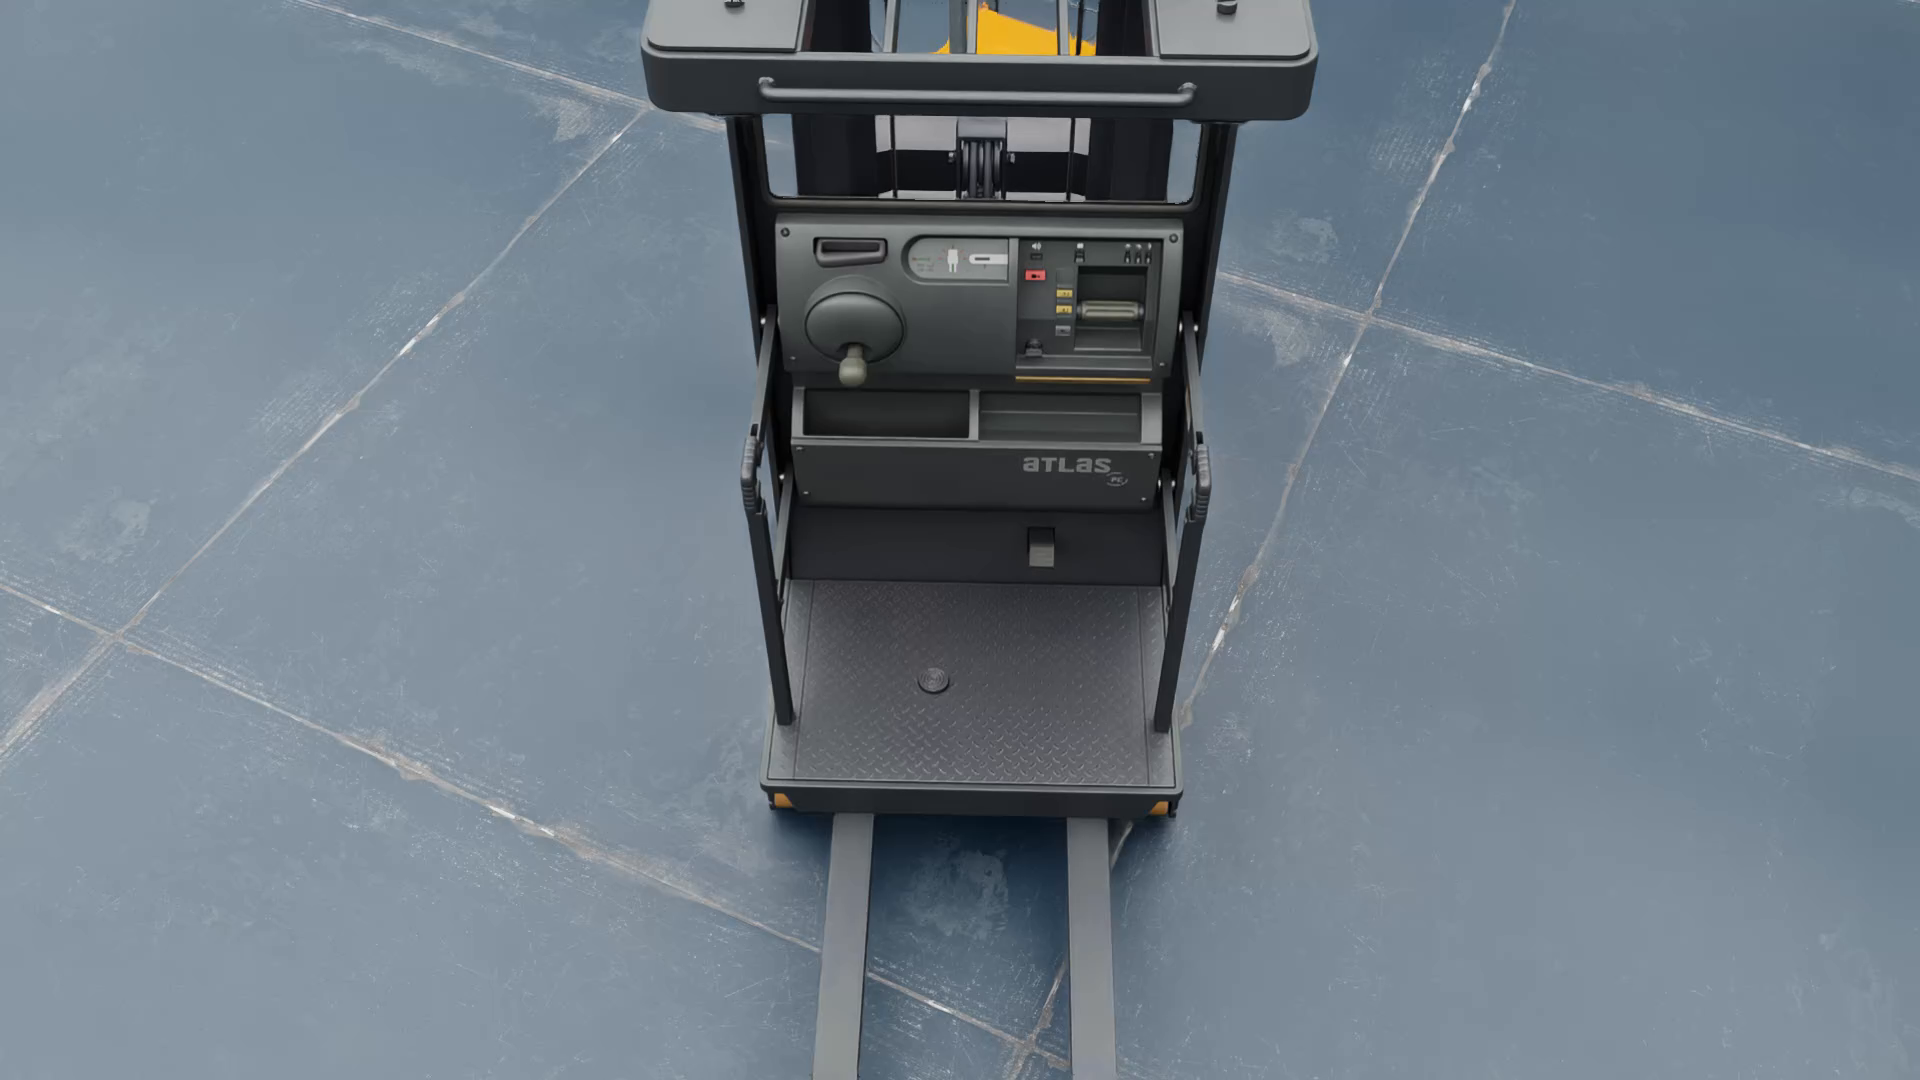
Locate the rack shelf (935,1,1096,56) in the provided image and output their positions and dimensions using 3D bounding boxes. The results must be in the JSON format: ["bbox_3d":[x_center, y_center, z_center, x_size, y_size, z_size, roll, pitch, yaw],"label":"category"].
[{"bbox_3d":[0.057,-1.477,5.758,0.538,0.185,1.000,24,54,19],"label":"rack shelf"}]

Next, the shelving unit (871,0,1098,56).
[{"bbox_3d":[0.061,-1.599,5.626,0.587,1.500,1.083,24,54,19],"label":"shelving unit"}]

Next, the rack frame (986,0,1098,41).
[{"bbox_3d":[0.315,-1.927,5.905,0.500,1.500,0.032,24,54,19],"label":"rack frame"}]

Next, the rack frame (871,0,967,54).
[{"bbox_3d":[-0.202,-1.260,5.337,0.500,1.500,0.032,24,54,19],"label":"rack frame"}]

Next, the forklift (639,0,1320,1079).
[{"bbox_3d":[0.040,-0.444,3.703,1.130,2.935,3.031,1,50,1],"label":"forklift"}]
